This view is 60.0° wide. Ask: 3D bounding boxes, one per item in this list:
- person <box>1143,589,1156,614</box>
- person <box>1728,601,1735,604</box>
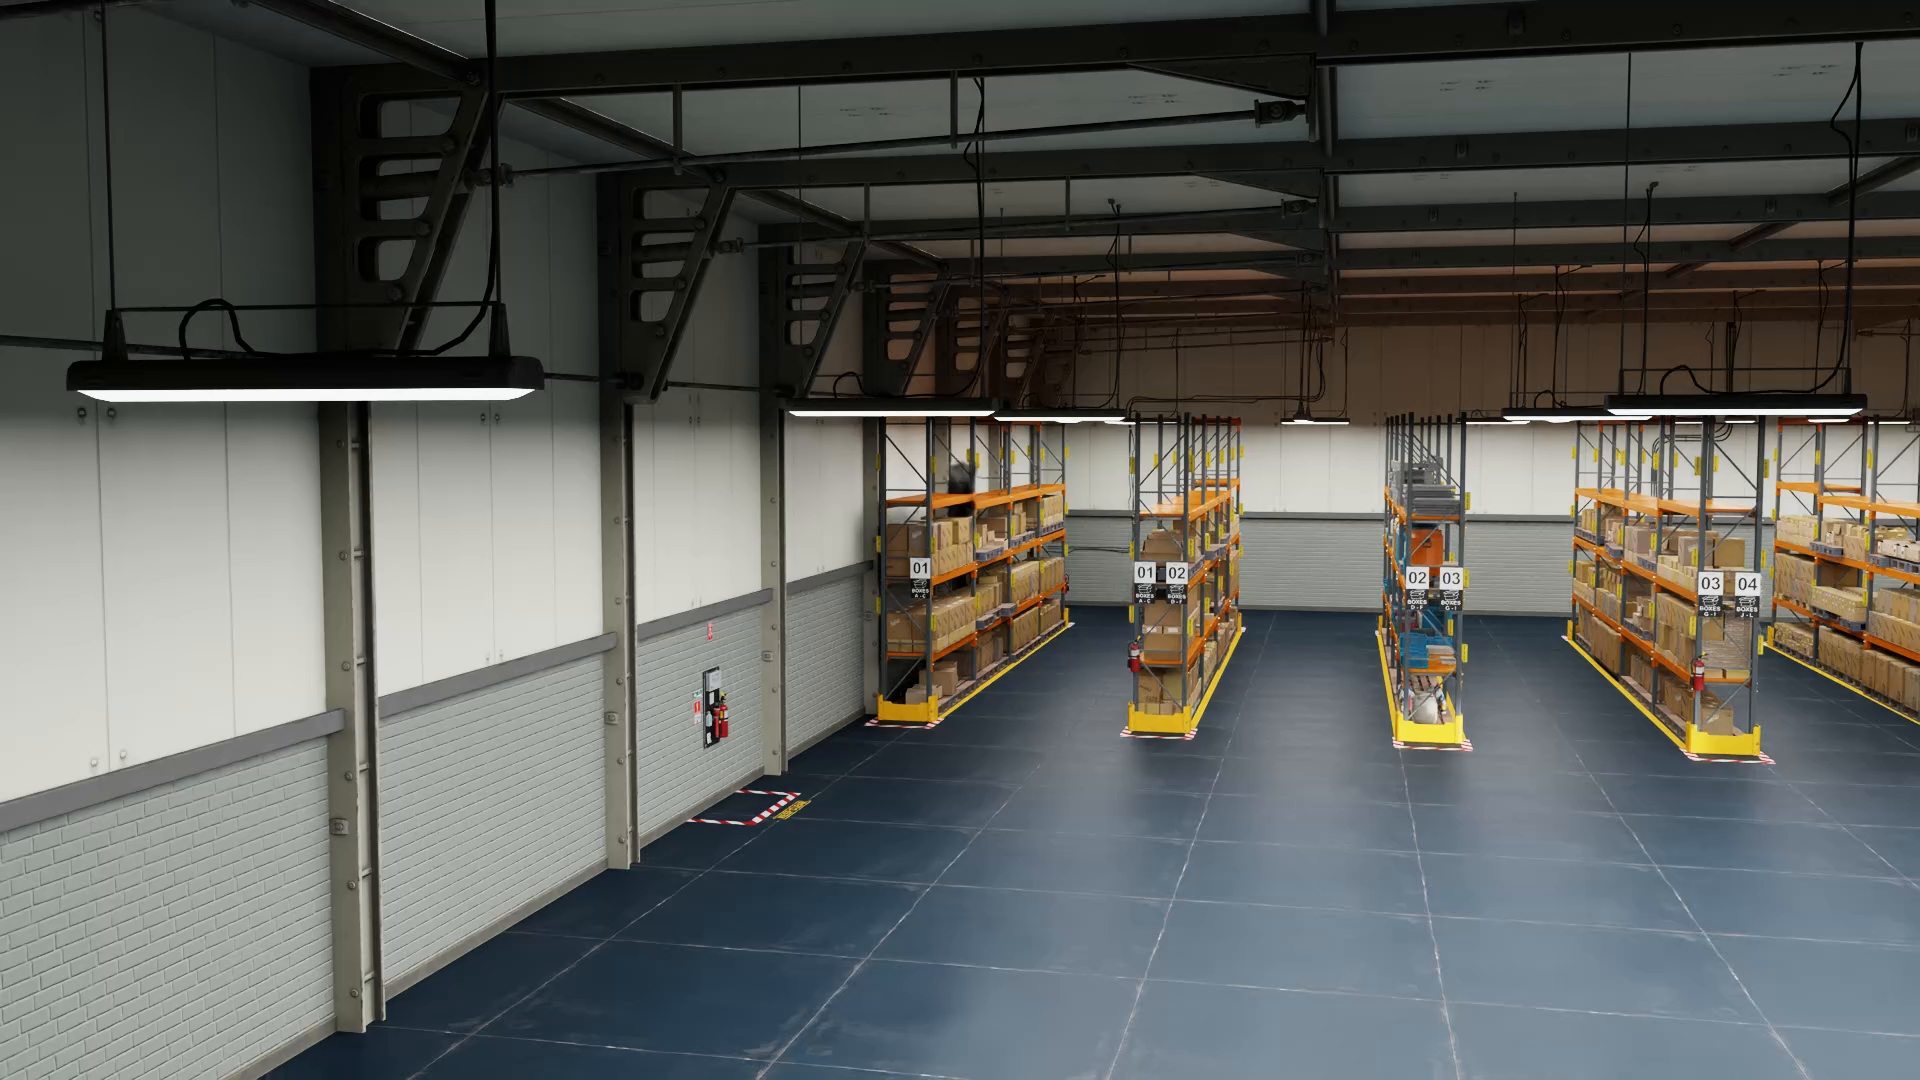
[{"bbox_3d":[5.739,1.585,48.963,0.544,1.677,0.691,2,4,27],"label":"person"},{"bbox_3d":[20.036,1.876,43.912,0.826,1.734,0.759,3,5,36],"label":"person"}]
